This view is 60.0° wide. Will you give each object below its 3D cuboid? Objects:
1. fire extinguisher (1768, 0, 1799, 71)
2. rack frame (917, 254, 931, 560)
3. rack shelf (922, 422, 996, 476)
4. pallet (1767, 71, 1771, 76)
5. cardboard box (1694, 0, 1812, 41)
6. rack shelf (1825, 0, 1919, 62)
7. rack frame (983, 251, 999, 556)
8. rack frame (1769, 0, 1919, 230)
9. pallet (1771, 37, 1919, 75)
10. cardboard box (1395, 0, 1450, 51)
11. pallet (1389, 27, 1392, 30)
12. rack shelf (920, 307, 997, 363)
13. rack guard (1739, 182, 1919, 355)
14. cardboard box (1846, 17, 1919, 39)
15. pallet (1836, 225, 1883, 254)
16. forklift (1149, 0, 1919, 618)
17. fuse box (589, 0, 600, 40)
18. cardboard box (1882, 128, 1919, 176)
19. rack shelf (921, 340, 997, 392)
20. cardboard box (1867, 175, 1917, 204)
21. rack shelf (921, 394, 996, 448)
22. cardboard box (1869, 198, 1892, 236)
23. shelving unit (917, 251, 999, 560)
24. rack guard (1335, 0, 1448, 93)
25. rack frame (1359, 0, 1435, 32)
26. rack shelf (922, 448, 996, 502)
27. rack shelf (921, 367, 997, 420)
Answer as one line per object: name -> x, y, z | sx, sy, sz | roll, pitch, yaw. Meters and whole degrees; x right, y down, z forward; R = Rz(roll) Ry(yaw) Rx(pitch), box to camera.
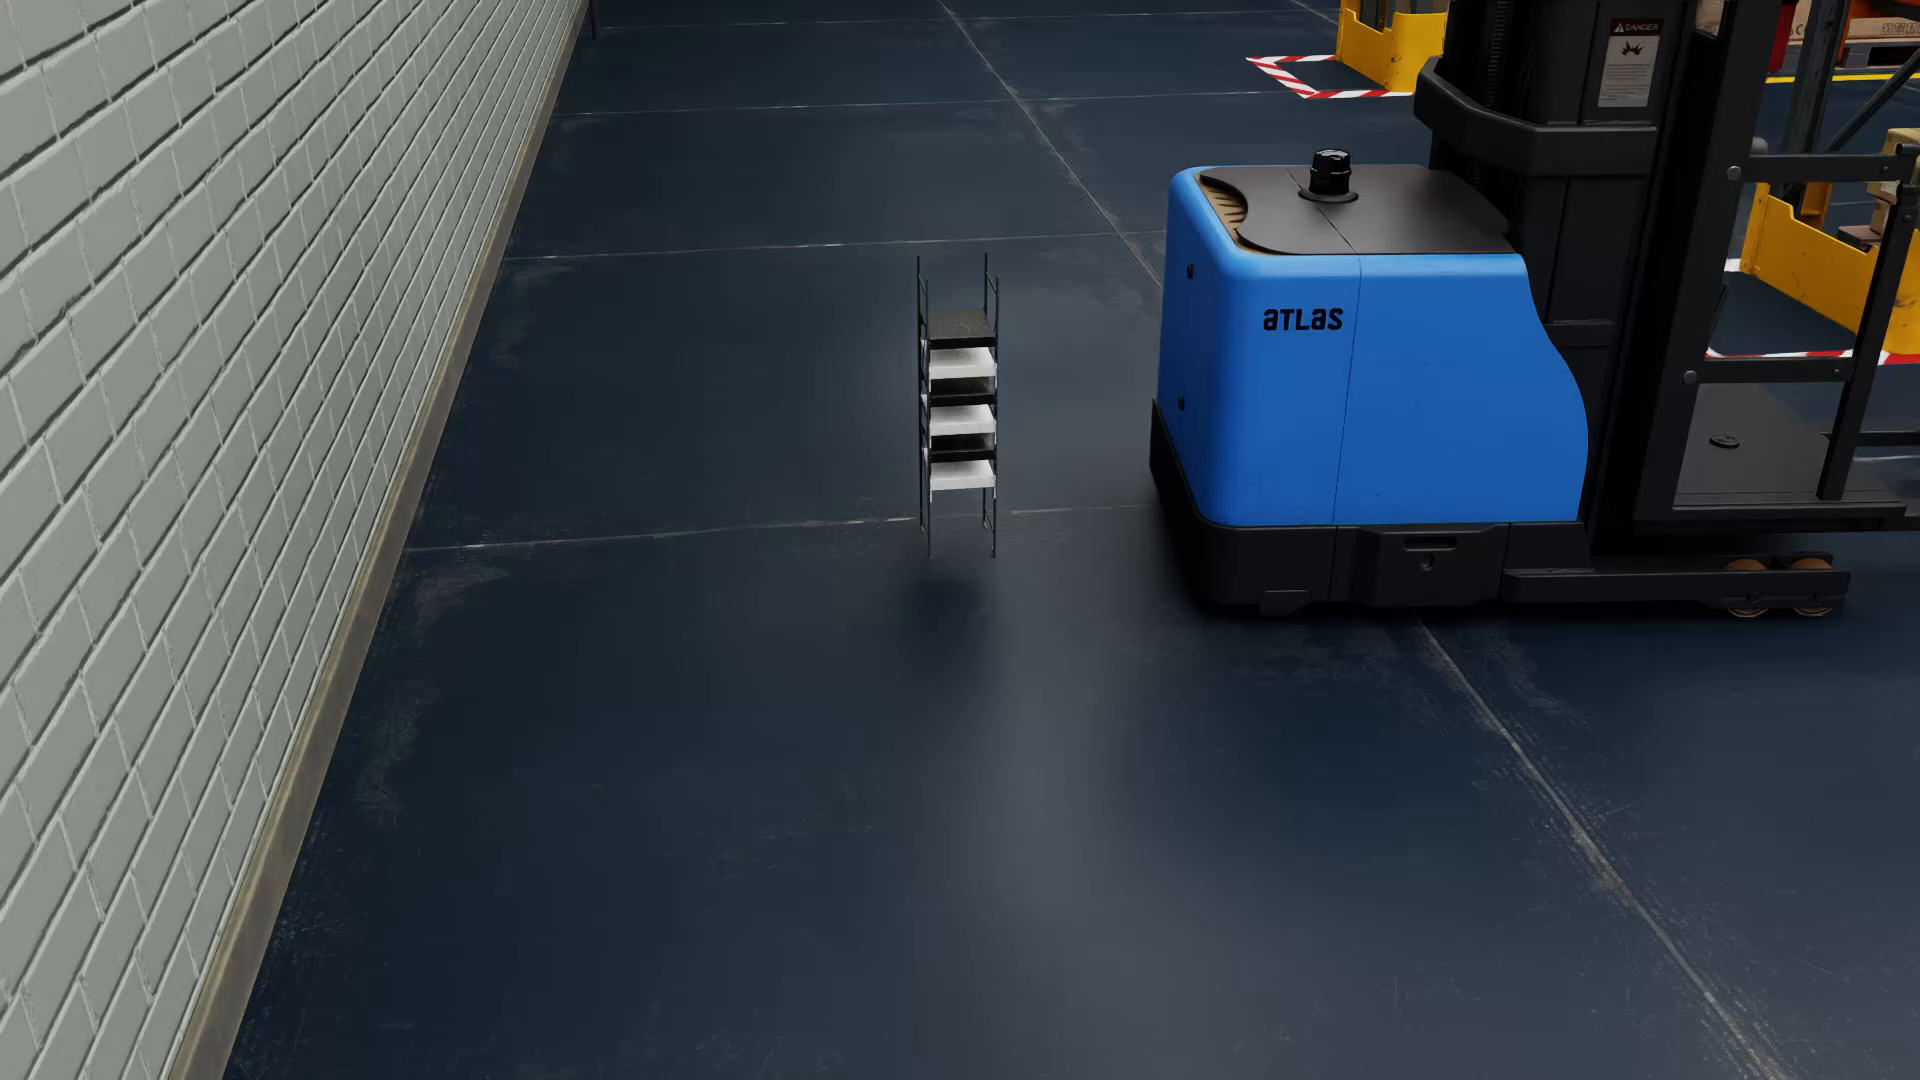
fire extinguisher -> 3.454, -2.339, 7.017 | 0.183, 0.674, 0.296 | -4, 27, -7
rack frame -> -0.109, -0.393, 5.031 | 0.006, 0.900, 0.240 | -4, 27, -7
rack shelf -> -0.008, -0.290, 5.100 | 0.200, 0.077, 0.258 | -4, 27, -7
pallet -> 4.964, -3.500, 11.840 | 1.213, 0.211, 1.003 | -4, 27, -7
cardboard box -> 5.416, -3.831, 11.777 | 0.875, 0.438, 0.875 | -4, 27, -9
rack shelf -> 5.748, -2.154, 6.951 | 4.000, 0.370, 1.077 | -4, 27, -7
rack frame -> 0.093, -0.406, 5.056 | 0.006, 0.900, 0.240 | -4, 27, -7
rack frame -> 3.768, -2.347, 6.539 | 0.127, 3.000, 1.000 | -4, 27, -7
pallet -> 6.175, -3.579, 11.994 | 1.213, 0.211, 1.003 | -4, 27, -7
cardboard box -> 3.618, -3.712, 11.546 | 0.875, 0.438, 0.875 | -5, 28, -9
pallet -> 3.759, -3.424, 11.692 | 1.213, 0.211, 1.003 | -4, 27, -7
rack shelf -> -0.008, -0.610, 4.936 | 0.200, 0.077, 0.258 | -4, 27, -7
rack guard -> 3.843, -1.240, 7.119 | 0.348, 0.500, 1.175 | -4, 27, -7
cardboard box -> 6.302, -3.888, 11.889 | 0.875, 0.438, 0.875 | -4, 27, -8
pallet -> 4.652, -1.147, 7.254 | 1.213, 0.211, 1.003 | -4, 27, -7
forklift -> 2.165, -1.321, 4.614 | 3.031, 2.935, 1.130 | -1, 27, -2
fuse box -> -2.751, -4.595, 12.331 | 0.414, 1.711, 0.539 | -4, 27, -7
cardboard box -> 4.257, -1.678, 7.247 | 0.250, 0.149, 0.380 | -3, 27, -7
rack shelf -> -0.008, -0.530, 4.977 | 0.200, 0.077, 0.258 | -4, 27, -7
cardboard box -> 4.250, -1.560, 7.342 | 0.250, 0.149, 0.380 | -4, 27, -8
rack shelf -> -0.008, -0.370, 5.059 | 0.200, 0.077, 0.258 | -4, 27, -7
cardboard box -> 4.260, -1.393, 7.342 | 0.250, 0.149, 0.380 | -3, 27, -6
shelving unit -> -0.008, -0.400, 5.044 | 0.210, 0.900, 0.258 | -4, 27, -7
rack guard -> 2.954, -3.465, 11.455 | 0.348, 0.500, 1.175 | -4, 27, -7
rack frame -> 2.978, -4.578, 10.887 | 0.127, 3.000, 1.000 | -4, 27, -7
rack shelf -> -0.008, -0.210, 5.141 | 0.200, 0.077, 0.258 | -4, 27, -7
rack shelf -> -0.008, -0.450, 5.018 | 0.200, 0.077, 0.258 | -4, 27, -7
